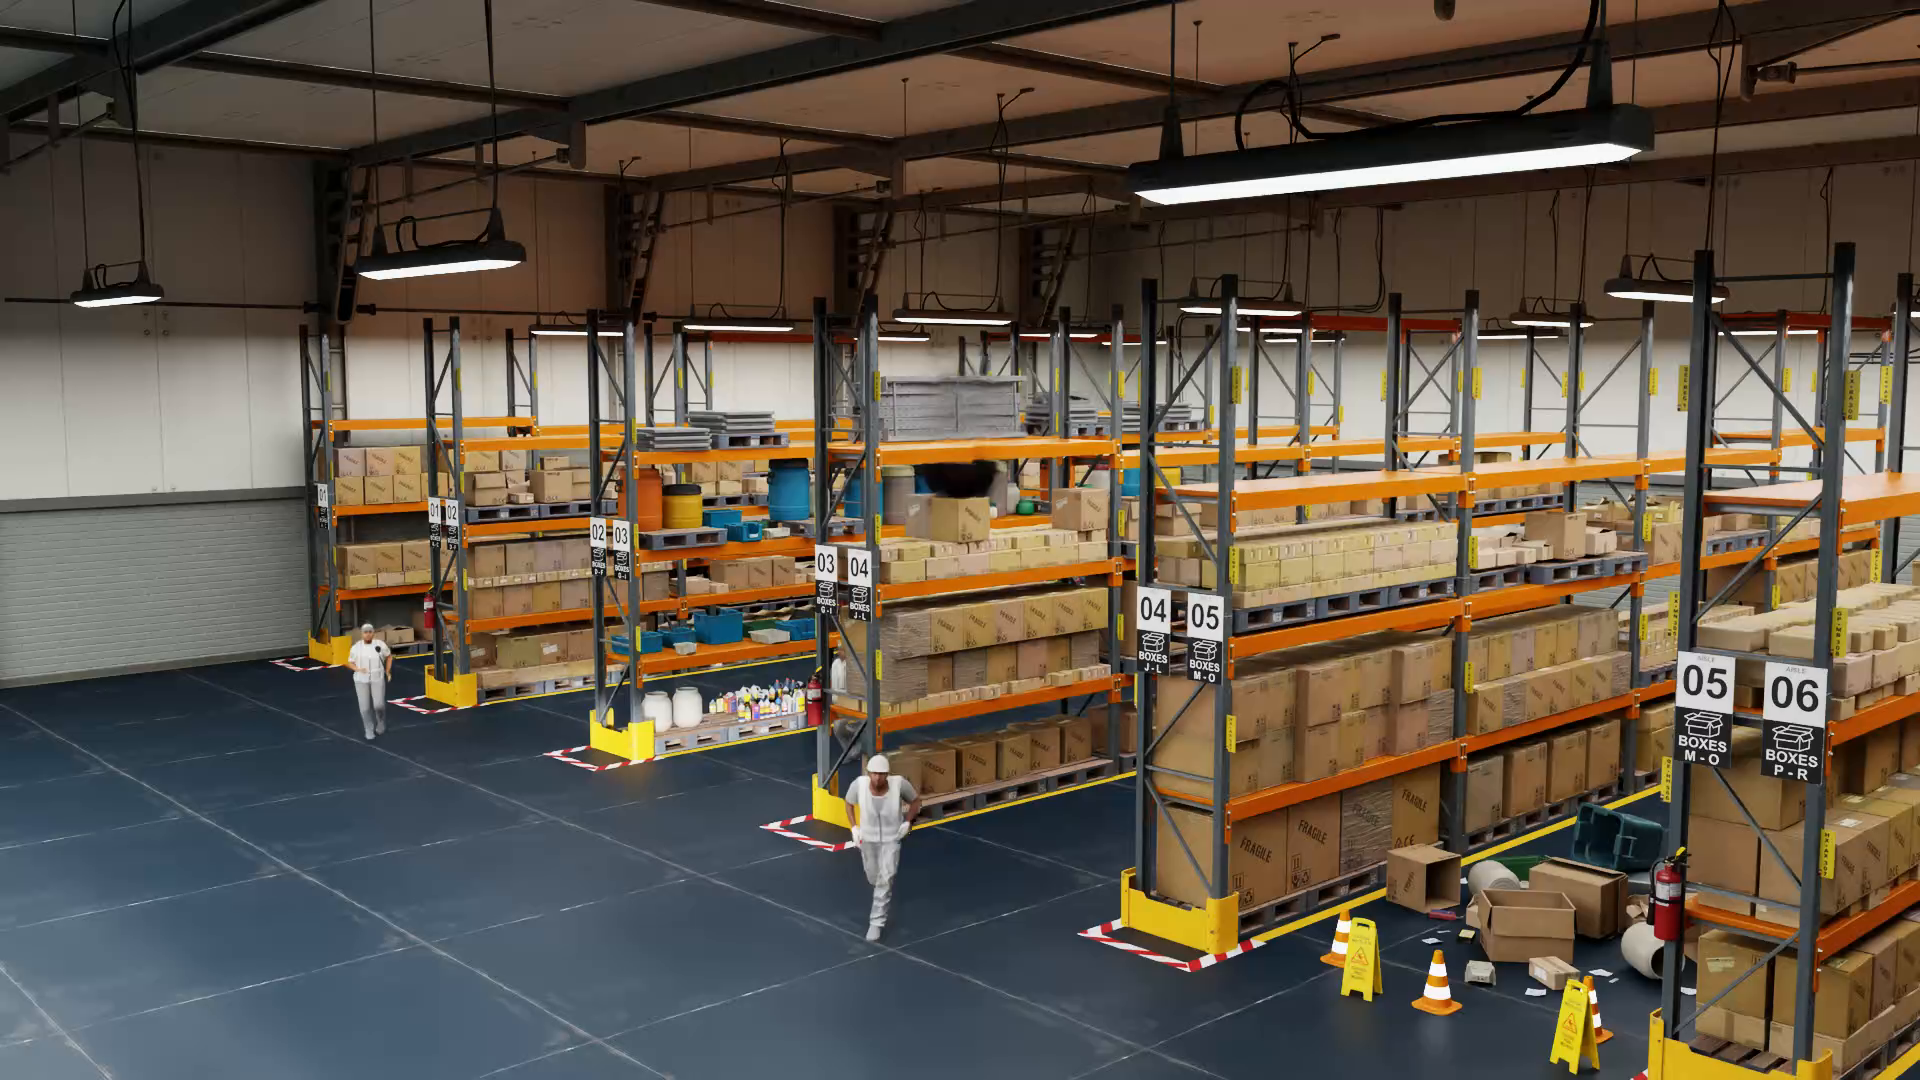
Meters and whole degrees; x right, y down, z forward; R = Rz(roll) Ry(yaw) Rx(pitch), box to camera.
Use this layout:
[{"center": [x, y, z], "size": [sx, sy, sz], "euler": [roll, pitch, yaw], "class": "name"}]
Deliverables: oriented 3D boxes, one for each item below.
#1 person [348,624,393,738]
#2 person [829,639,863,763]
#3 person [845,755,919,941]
[{"center": [-8.287, 1.991, 23.397], "size": [0.592, 1.629, 0.577], "euler": [-2, 6, -18], "class": "person"}, {"center": [-1.546, 2.127, 21.915], "size": [0.561, 1.661, 0.562], "euler": [4, 7, 34], "class": "person"}, {"center": [-0.721, 2.777, 15.474], "size": [0.684, 1.727, 0.966], "euler": [0, 6, -2], "class": "person"}]
